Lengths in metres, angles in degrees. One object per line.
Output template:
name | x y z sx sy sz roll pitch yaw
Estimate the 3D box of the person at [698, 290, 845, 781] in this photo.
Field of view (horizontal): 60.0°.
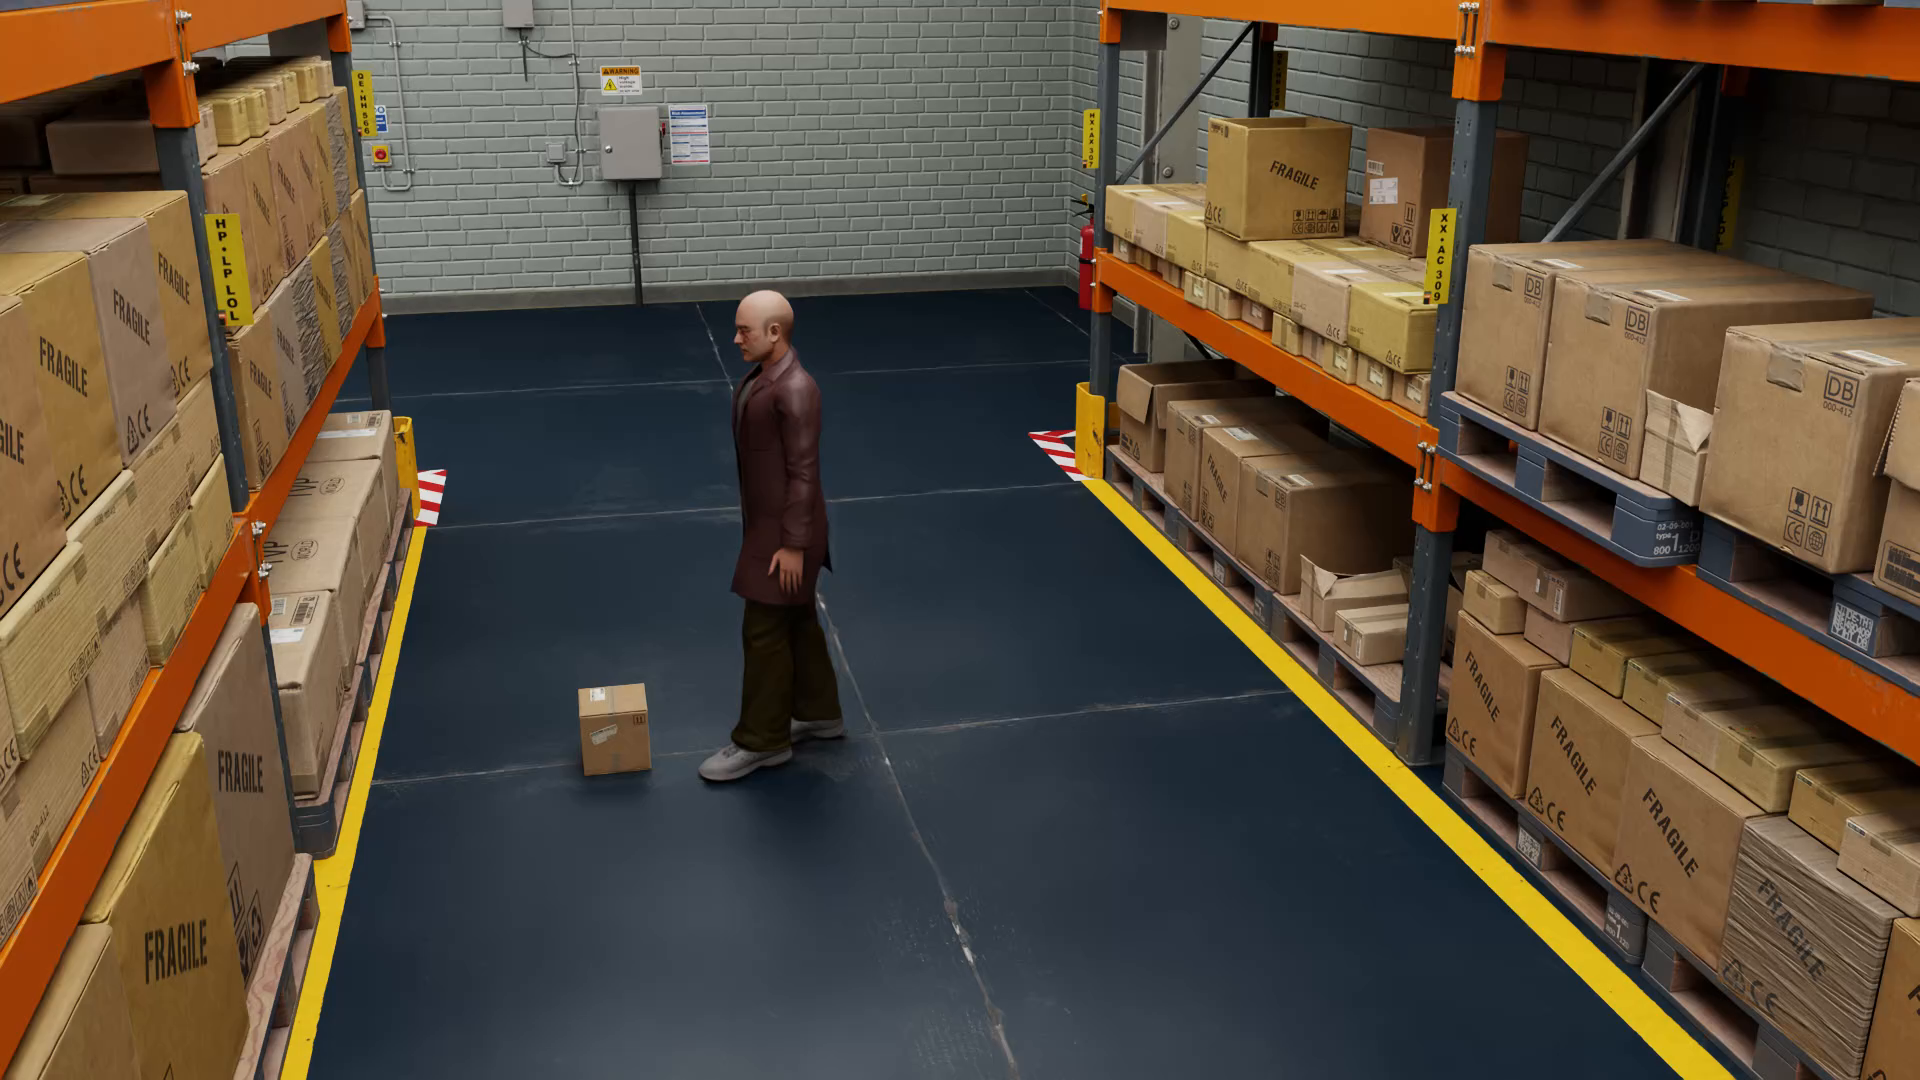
person | -0.728 -0.021 6.109 0.601 1.783 0.609 -6 20 -16
